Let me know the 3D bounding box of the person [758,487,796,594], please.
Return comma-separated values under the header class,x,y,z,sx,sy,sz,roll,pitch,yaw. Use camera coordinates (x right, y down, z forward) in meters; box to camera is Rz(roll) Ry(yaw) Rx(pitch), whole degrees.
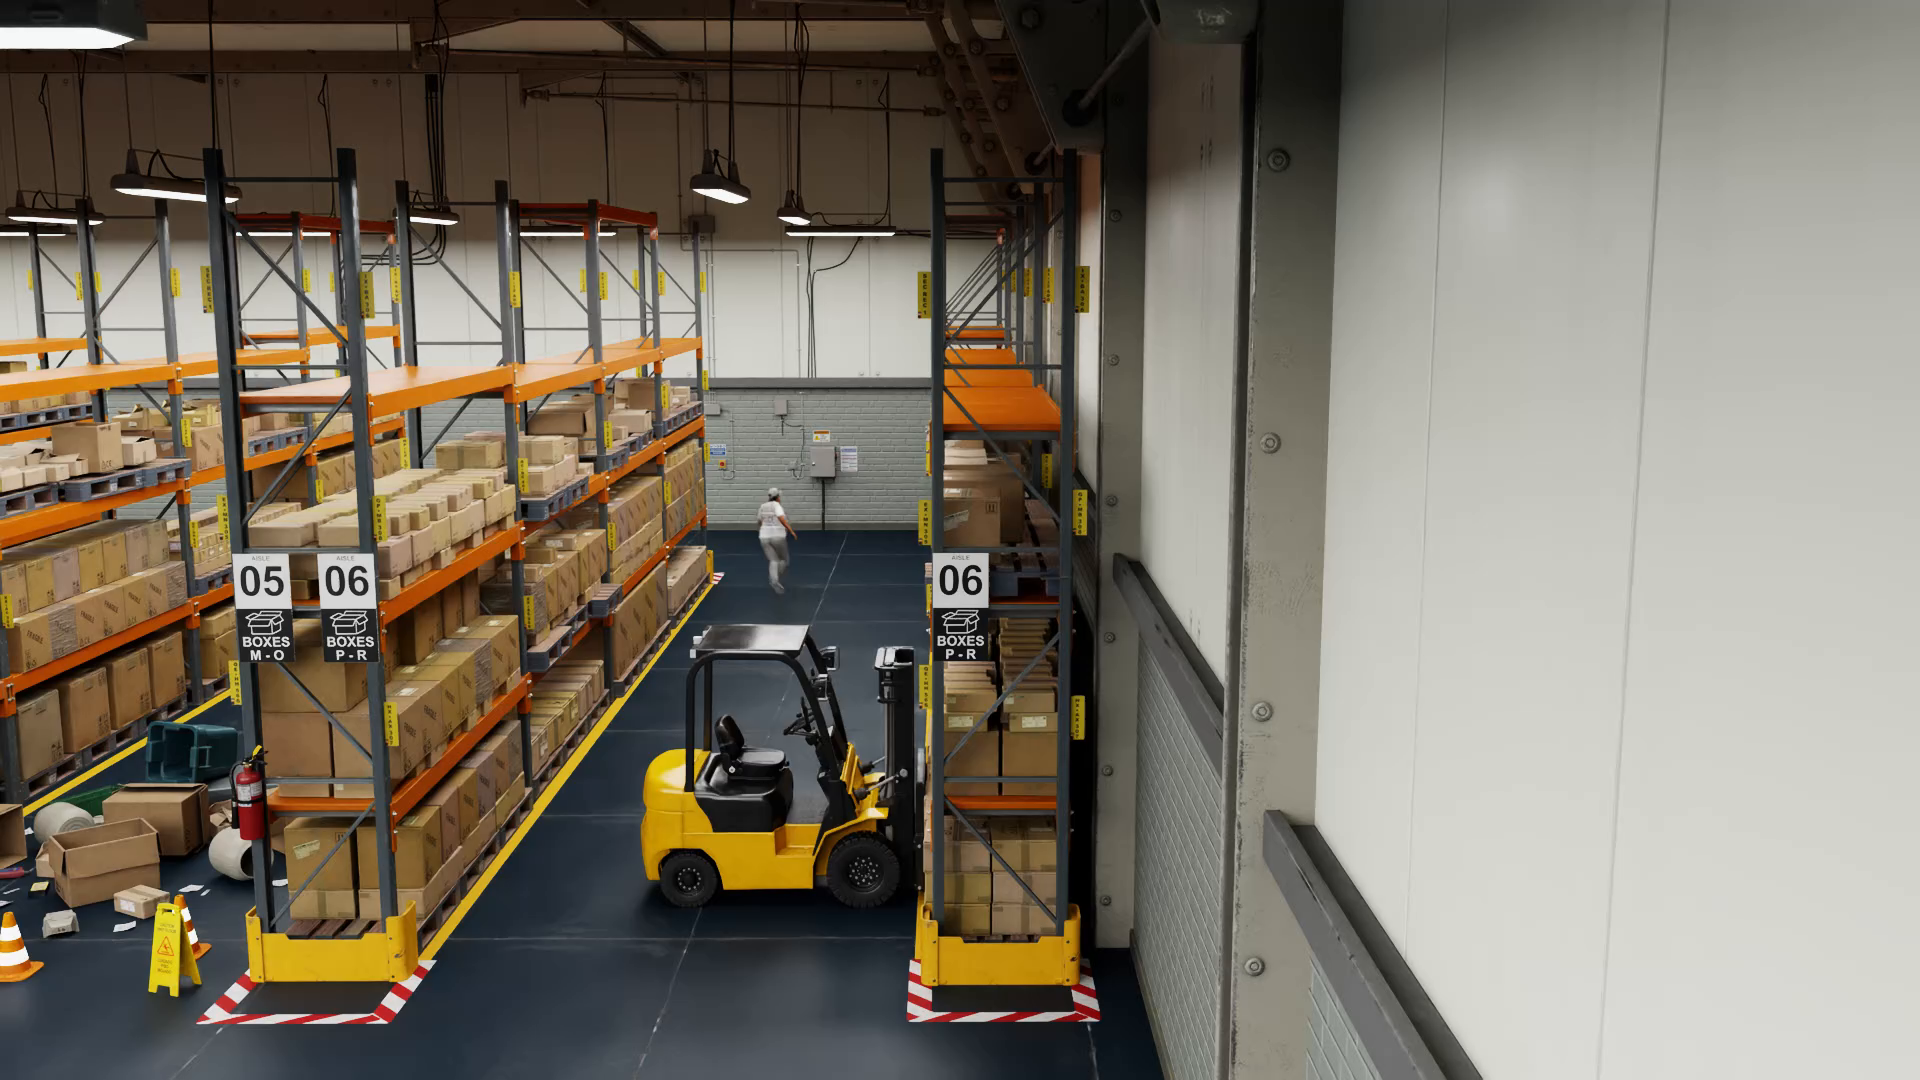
class,x,y,z,sx,sy,sz,roll,pitch,yaw
person,-2.868,0.010,25.796,0.717,1.626,0.590,4,10,23
